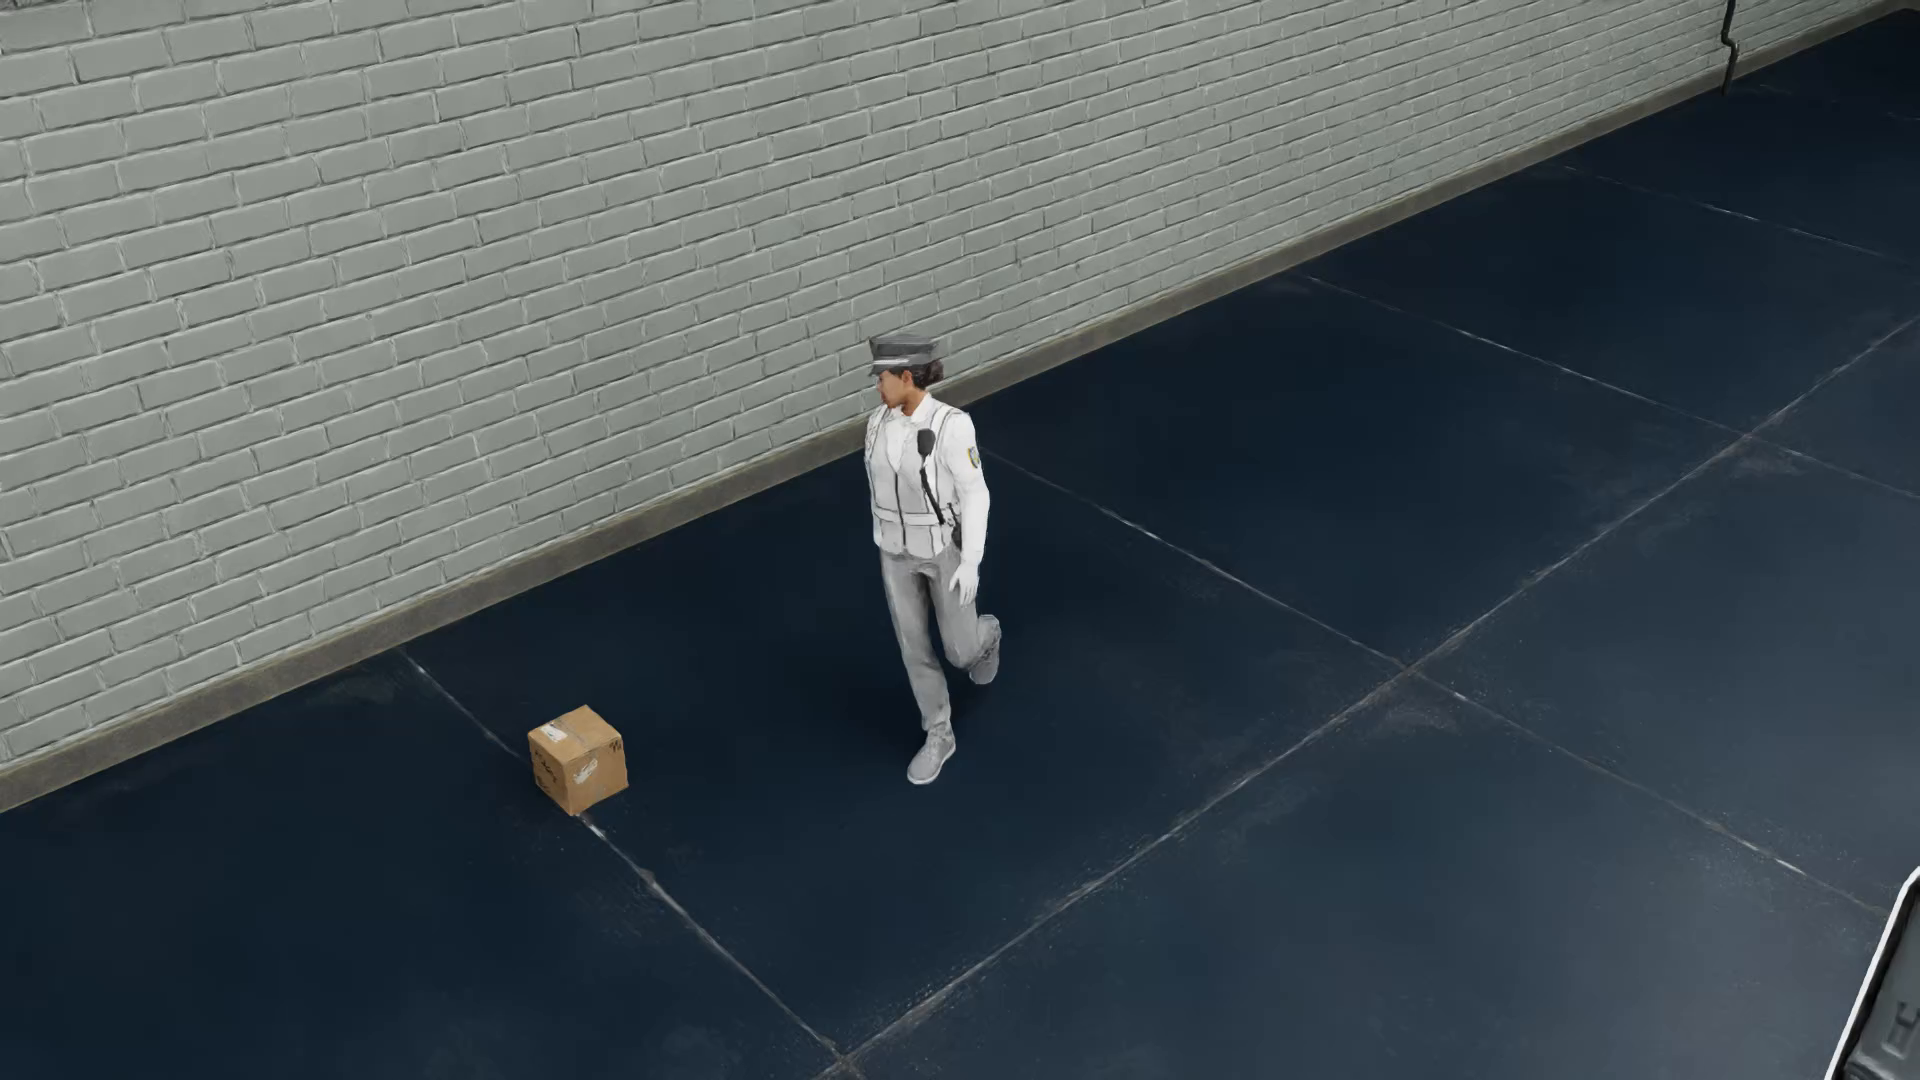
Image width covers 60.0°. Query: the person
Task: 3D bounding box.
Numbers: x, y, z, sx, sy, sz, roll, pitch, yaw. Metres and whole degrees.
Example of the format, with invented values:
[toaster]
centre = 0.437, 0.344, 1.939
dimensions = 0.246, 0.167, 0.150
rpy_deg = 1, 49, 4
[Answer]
[person]
centre = -0.127, 0.036, 6.105
dimensions = 0.535, 1.625, 0.701
rpy_deg = 15, 35, 23
